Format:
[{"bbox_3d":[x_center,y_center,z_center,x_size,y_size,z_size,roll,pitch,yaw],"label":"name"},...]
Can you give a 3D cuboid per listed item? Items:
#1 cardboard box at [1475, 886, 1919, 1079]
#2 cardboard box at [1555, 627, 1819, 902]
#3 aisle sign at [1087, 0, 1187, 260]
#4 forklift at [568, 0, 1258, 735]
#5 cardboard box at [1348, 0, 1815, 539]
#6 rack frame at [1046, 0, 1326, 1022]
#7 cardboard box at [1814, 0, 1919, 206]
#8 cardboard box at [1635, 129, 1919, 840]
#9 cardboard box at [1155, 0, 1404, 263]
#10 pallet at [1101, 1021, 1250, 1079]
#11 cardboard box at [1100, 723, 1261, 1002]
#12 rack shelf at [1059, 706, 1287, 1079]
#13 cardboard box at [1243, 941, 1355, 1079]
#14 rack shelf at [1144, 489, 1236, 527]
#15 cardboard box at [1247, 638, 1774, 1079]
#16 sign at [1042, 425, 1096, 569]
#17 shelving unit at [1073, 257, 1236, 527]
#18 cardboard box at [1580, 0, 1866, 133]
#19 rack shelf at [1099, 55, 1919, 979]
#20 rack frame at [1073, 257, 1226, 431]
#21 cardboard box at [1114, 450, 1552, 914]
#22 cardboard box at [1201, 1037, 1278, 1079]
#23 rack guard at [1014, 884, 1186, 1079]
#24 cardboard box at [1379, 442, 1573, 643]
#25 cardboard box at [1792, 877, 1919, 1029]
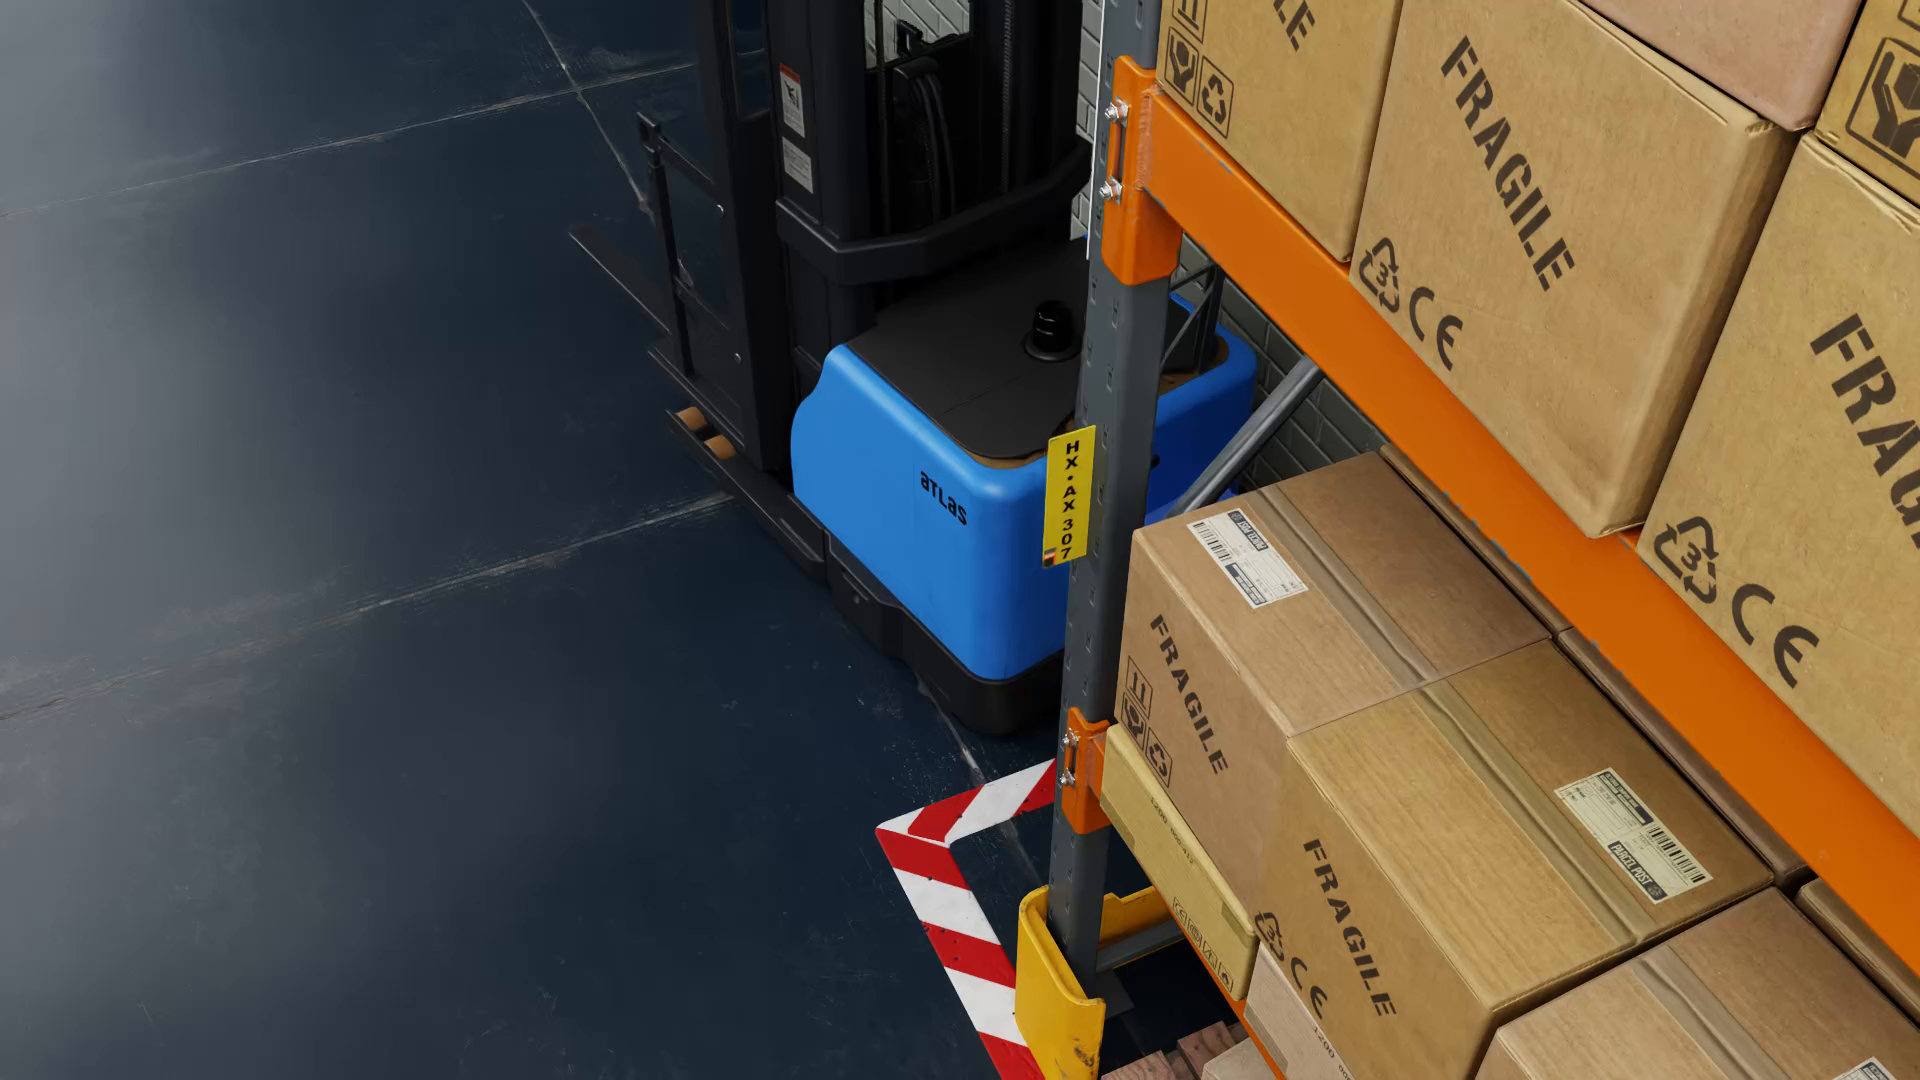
[{"bbox_3d":[1.034,0.893,2.268,0.500,0.500,0.500,-20,48,-19],"label":"cardboard box"},{"bbox_3d":[1.289,0.412,2.755,0.500,0.500,0.500,-17,47,-17],"label":"cardboard box"},{"bbox_3d":[0.393,-0.811,2.585,0.394,0.787,0.004,-18,47,-17],"label":"aisle sign"},{"bbox_3d":[-0.408,-1.440,5.123,1.130,2.935,3.031,-28,51,-25],"label":"forklift"},{"bbox_3d":[0.803,-0.399,1.798,0.500,0.500,0.500,-15,47,-15],"label":"cardboard box"},{"bbox_3d":[0.695,0.072,3.542,1.000,3.000,0.127,-18,47,-17],"label":"rack frame"},{"bbox_3d":[1.028,-0.420,1.107,0.500,0.500,0.500,-17,47,-16],"label":"cardboard box"},{"bbox_3d":[1.024,-0.070,1.464,0.500,0.500,0.500,-16,47,-16],"label":"cardboard box"},{"bbox_3d":[0.609,-0.752,2.155,0.500,0.500,0.500,-17,47,-16],"label":"cardboard box"},{"bbox_3d":[1.037,1.641,3.937,1.003,0.211,1.213,-18,47,-17],"label":"pallet"},{"bbox_3d":[0.612,0.523,3.177,0.500,0.250,0.500,-19,48,-19],"label":"cardboard box"},{"bbox_3d":[1.536,1.602,2.503,1.077,0.370,4.000,-18,47,-17],"label":"rack shelf"},{"bbox_3d":[0.844,0.849,2.846,0.500,0.250,0.500,-19,48,-19],"label":"cardboard box"},{"bbox_3d":[0.818,0.213,4.690,0.538,0.185,1.000,-31,55,-27],"label":"rack shelf"},{"bbox_3d":[0.822,0.562,2.604,0.500,0.500,0.500,-18,47,-17],"label":"cardboard box"},{"bbox_3d":[0.203,-0.076,3.075,0.100,0.325,0.005,-18,47,-17],"label":"sign"},{"bbox_3d":[0.824,0.091,4.558,0.538,1.500,1.048,-31,55,-27],"label":"shelving unit"},{"bbox_3d":[0.802,-0.743,1.434,0.500,0.500,0.500,-19,48,-18],"label":"cardboard box"},{"bbox_3d":[1.536,0.534,1.449,1.077,0.370,4.000,-18,47,-17],"label":"rack shelf"},{"bbox_3d":[0.496,-0.201,4.815,0.500,1.500,0.032,-31,55,-27],"label":"rack frame"},{"bbox_3d":[0.623,0.244,2.926,0.500,0.500,0.500,-18,47,-17],"label":"cardboard box"},{"bbox_3d":[0.905,1.339,3.858,0.500,0.311,0.500,-23,49,-22],"label":"cardboard box"},{"bbox_3d":[0.727,1.010,4.371,1.175,0.500,0.348,-18,47,-17],"label":"rack guard"},{"bbox_3d":[1.086,0.088,3.083,0.500,0.500,0.500,-19,48,-18],"label":"cardboard box"},{"bbox_3d":[1.510,0.740,2.423,0.500,0.500,0.500,-19,48,-18],"label":"cardboard box"}]
